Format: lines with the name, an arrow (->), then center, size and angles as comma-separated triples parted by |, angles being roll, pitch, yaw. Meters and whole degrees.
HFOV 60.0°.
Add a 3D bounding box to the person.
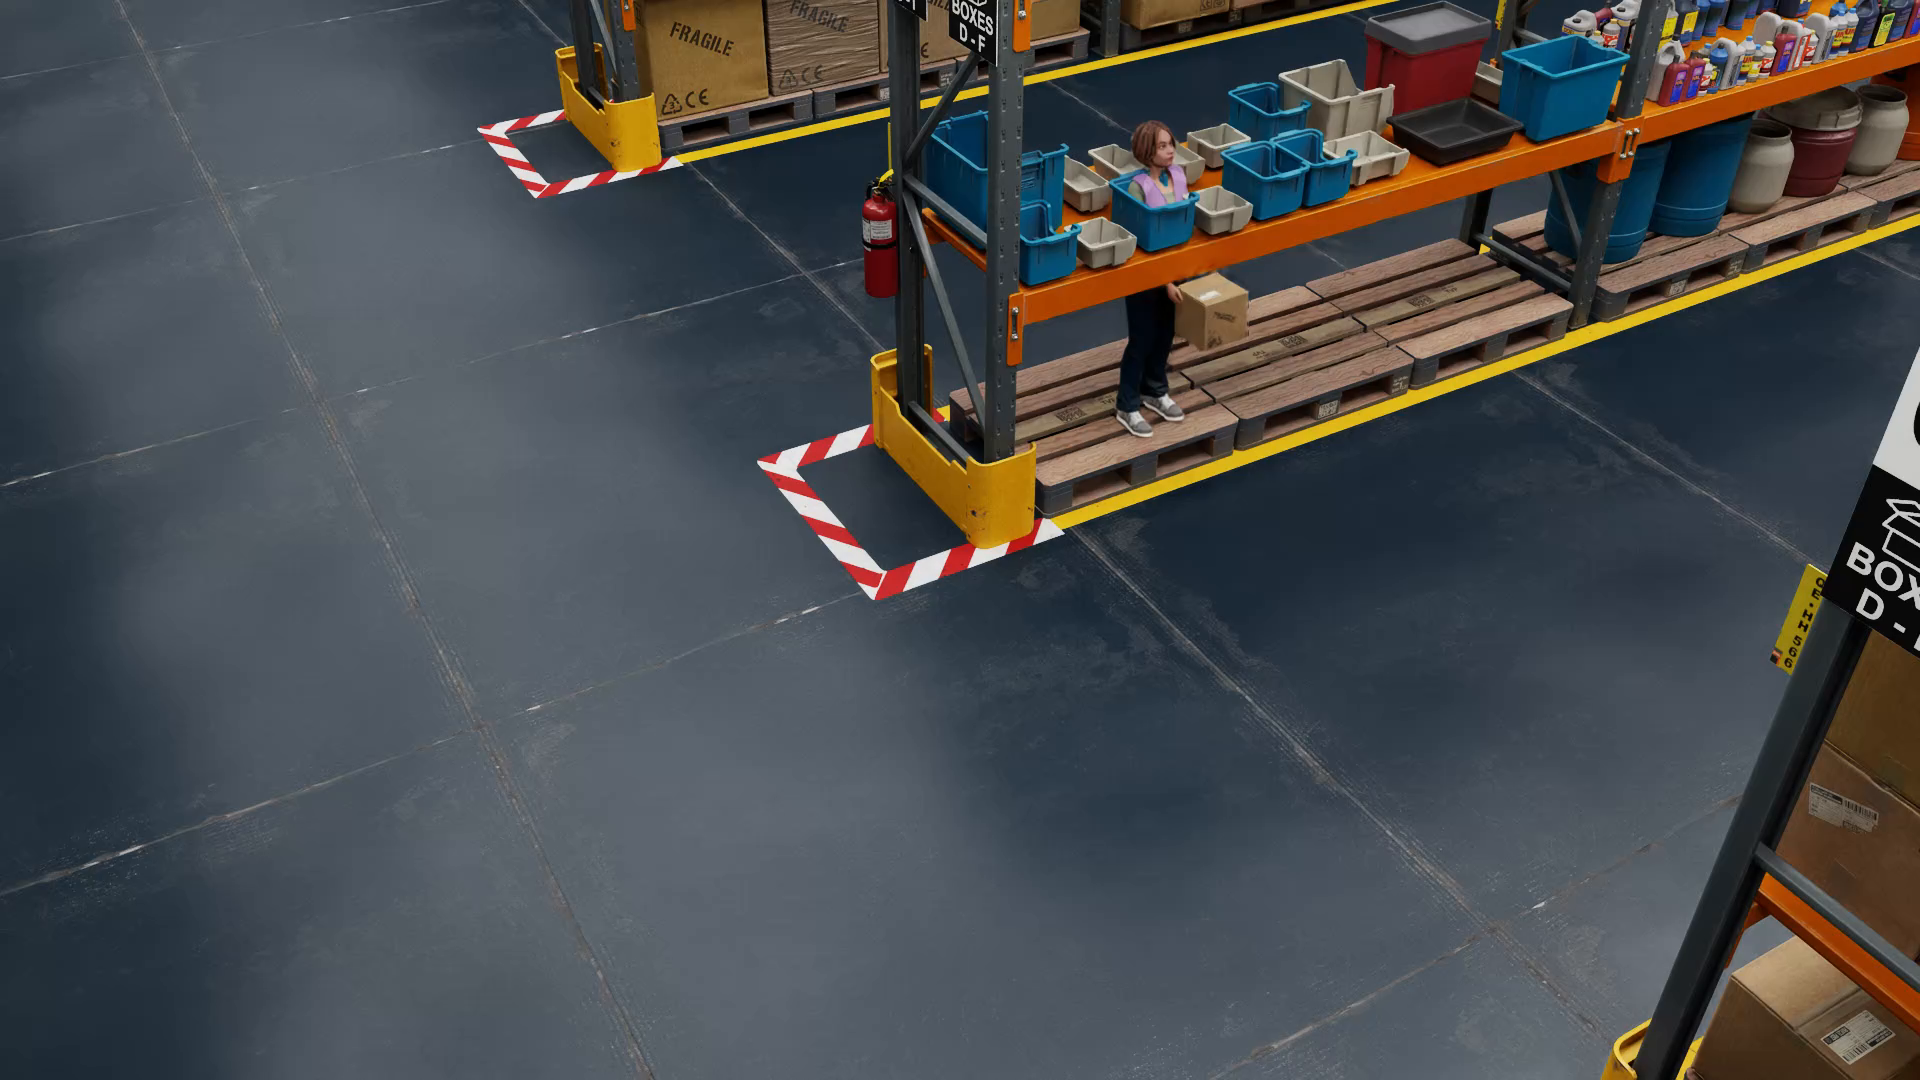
person -> 1.018, -1.268, 8.252 | 0.397, 1.582, 0.549 | -24, 43, -28
